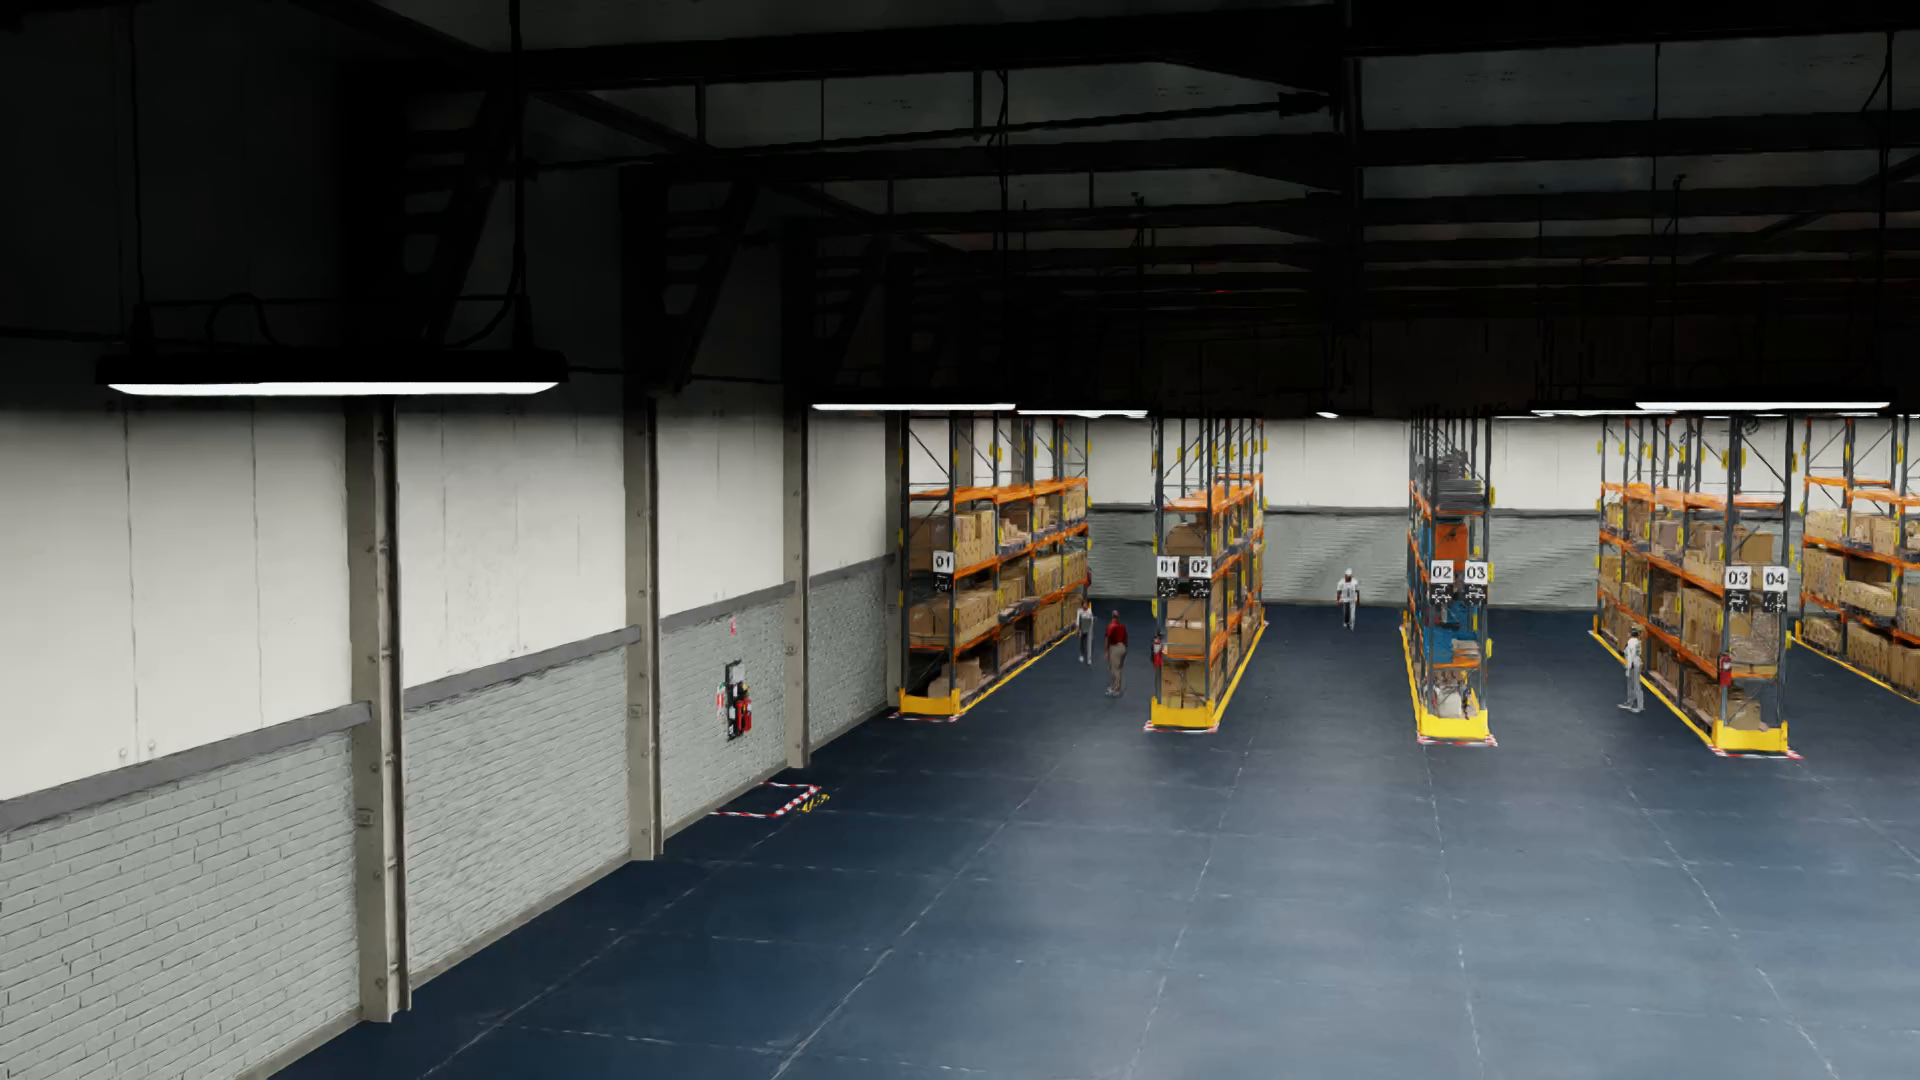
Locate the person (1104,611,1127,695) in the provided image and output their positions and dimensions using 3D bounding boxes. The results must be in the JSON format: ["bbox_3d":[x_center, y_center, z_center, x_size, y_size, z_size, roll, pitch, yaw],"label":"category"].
[{"bbox_3d":[3.238,2.345,34.876,0.586,1.723,0.654,4,6,44],"label":"person"}]

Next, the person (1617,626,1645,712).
[{"bbox_3d":[13.251,2.523,32.794,0.557,1.663,0.577,2,5,31],"label":"person"}]

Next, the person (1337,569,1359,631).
[{"bbox_3d":[10.579,1.616,45.346,0.577,1.691,1.121,1,4,16],"label":"person"}]

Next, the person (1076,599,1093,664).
[{"bbox_3d":[2.936,2.135,39.159,0.411,1.533,0.957,0,4,5],"label":"person"}]
